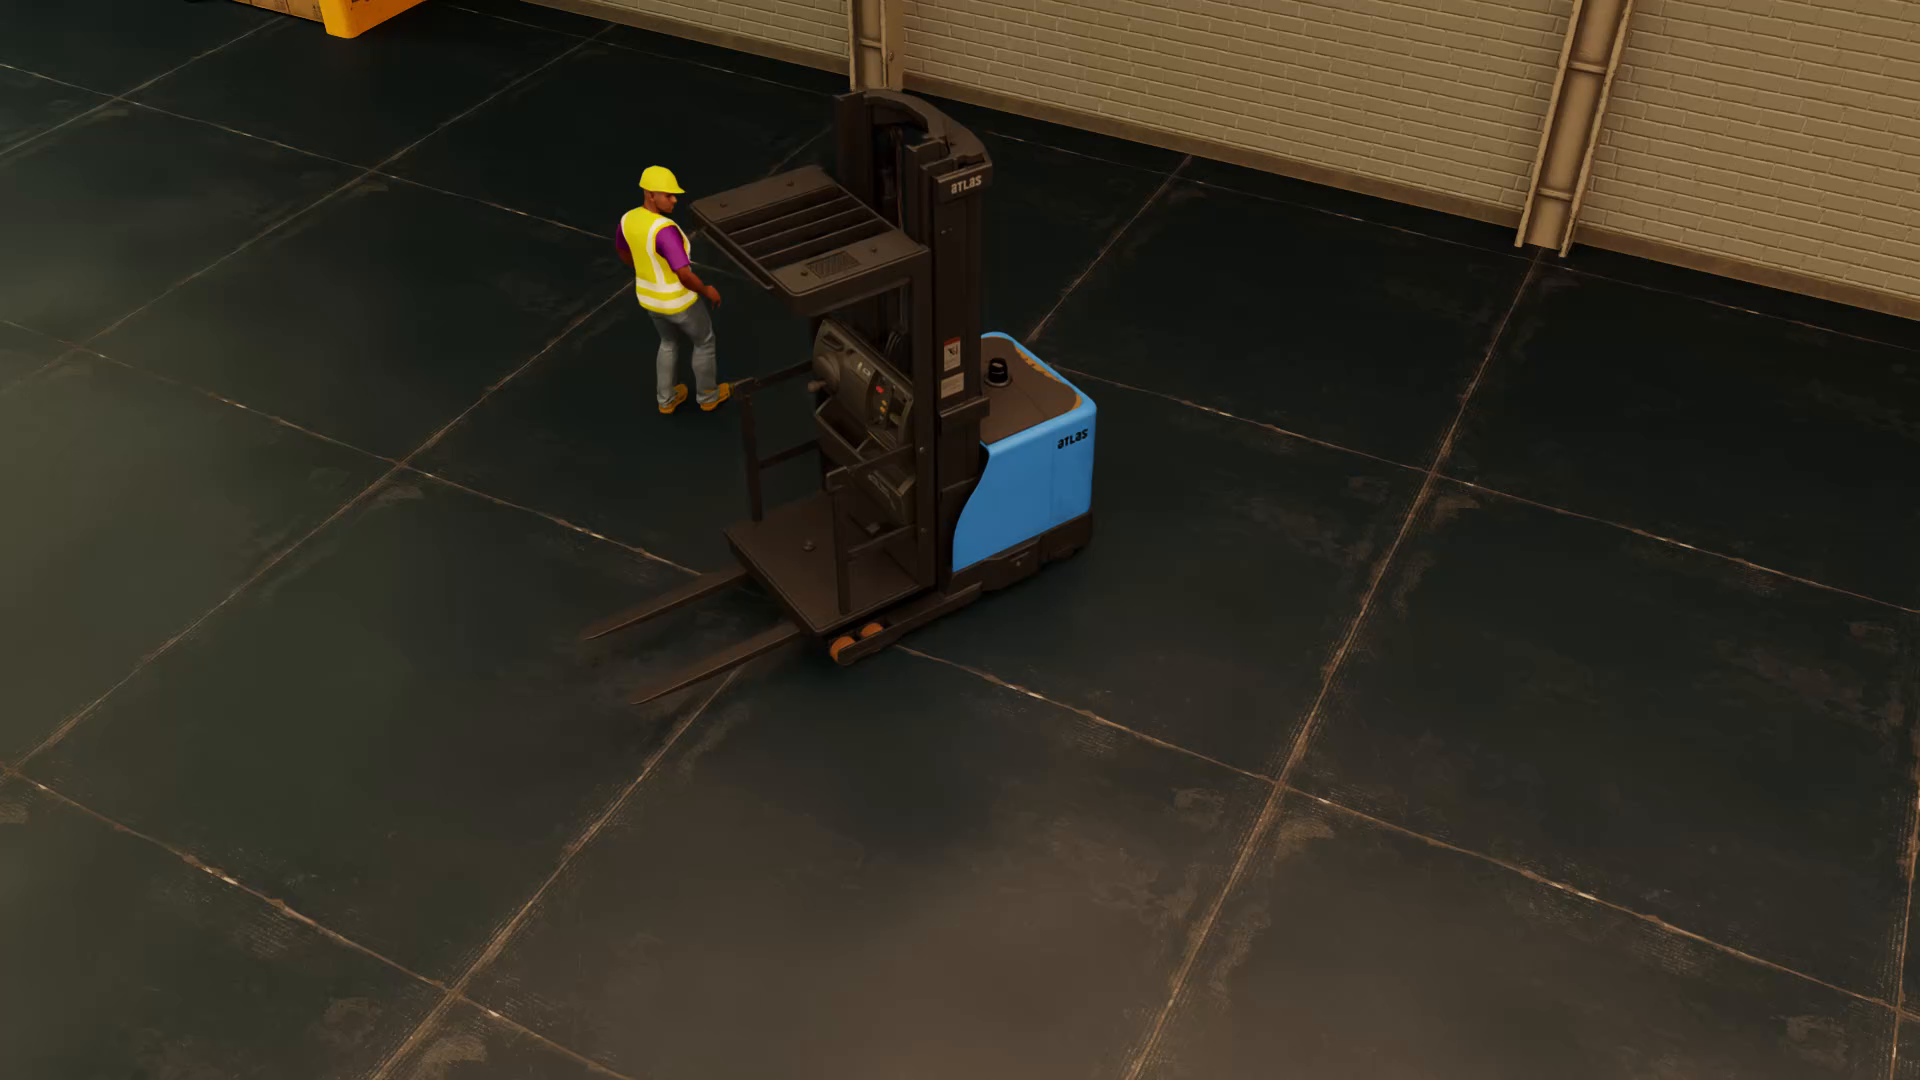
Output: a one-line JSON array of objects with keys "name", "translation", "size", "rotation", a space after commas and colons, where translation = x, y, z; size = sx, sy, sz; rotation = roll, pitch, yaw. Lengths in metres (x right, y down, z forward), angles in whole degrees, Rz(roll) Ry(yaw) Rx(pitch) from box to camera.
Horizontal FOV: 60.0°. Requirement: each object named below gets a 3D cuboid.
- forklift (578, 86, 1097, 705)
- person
[{"name": "forklift", "translation": [-0.701, -0.800, 8.936], "size": [3.031, 2.935, 1.130], "rotation": [-24, 46, -26]}, {"name": "person", "translation": [-1.868, -1.630, 10.853], "size": [0.777, 1.734, 0.511], "rotation": [25, 46, 26]}]
